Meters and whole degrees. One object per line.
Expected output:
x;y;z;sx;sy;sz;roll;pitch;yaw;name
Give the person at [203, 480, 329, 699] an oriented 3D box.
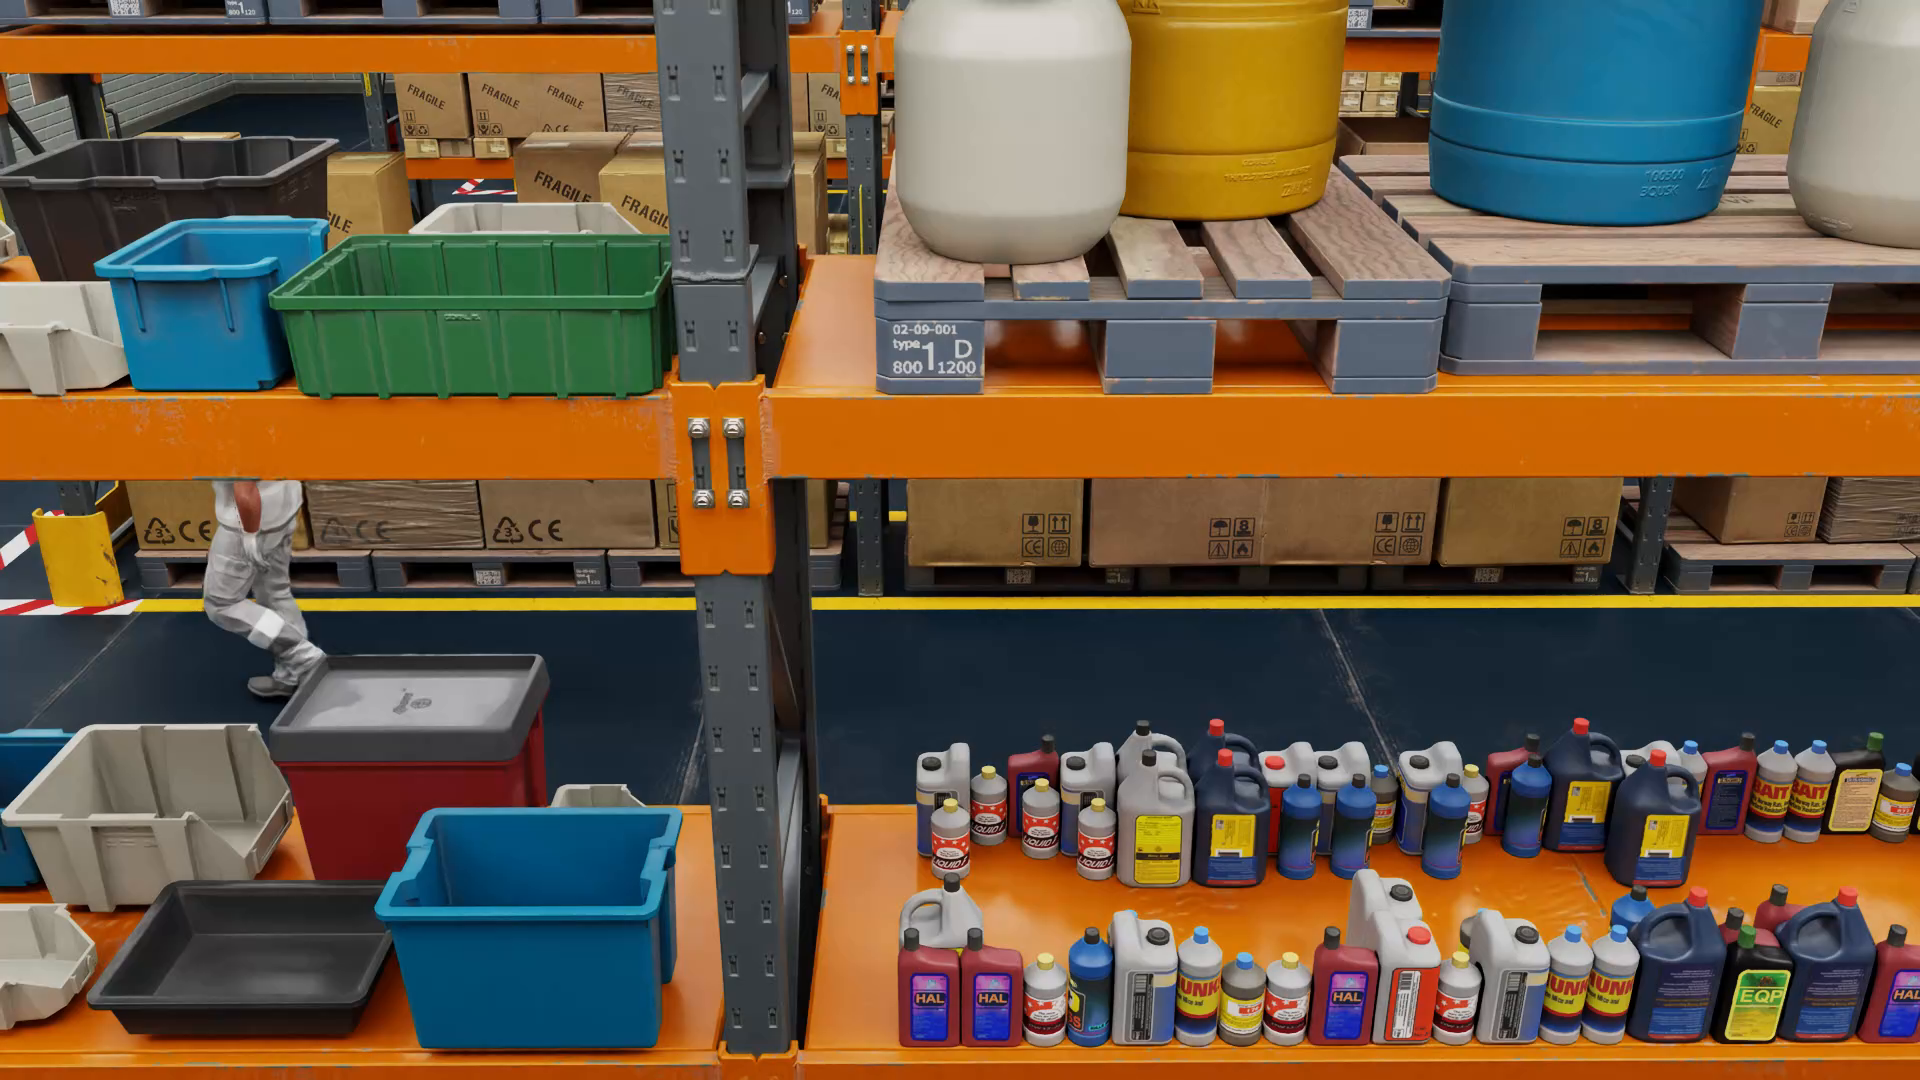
-3.033;-0.097;7.228;0.500;1.782;0.543;1;24;3;person
